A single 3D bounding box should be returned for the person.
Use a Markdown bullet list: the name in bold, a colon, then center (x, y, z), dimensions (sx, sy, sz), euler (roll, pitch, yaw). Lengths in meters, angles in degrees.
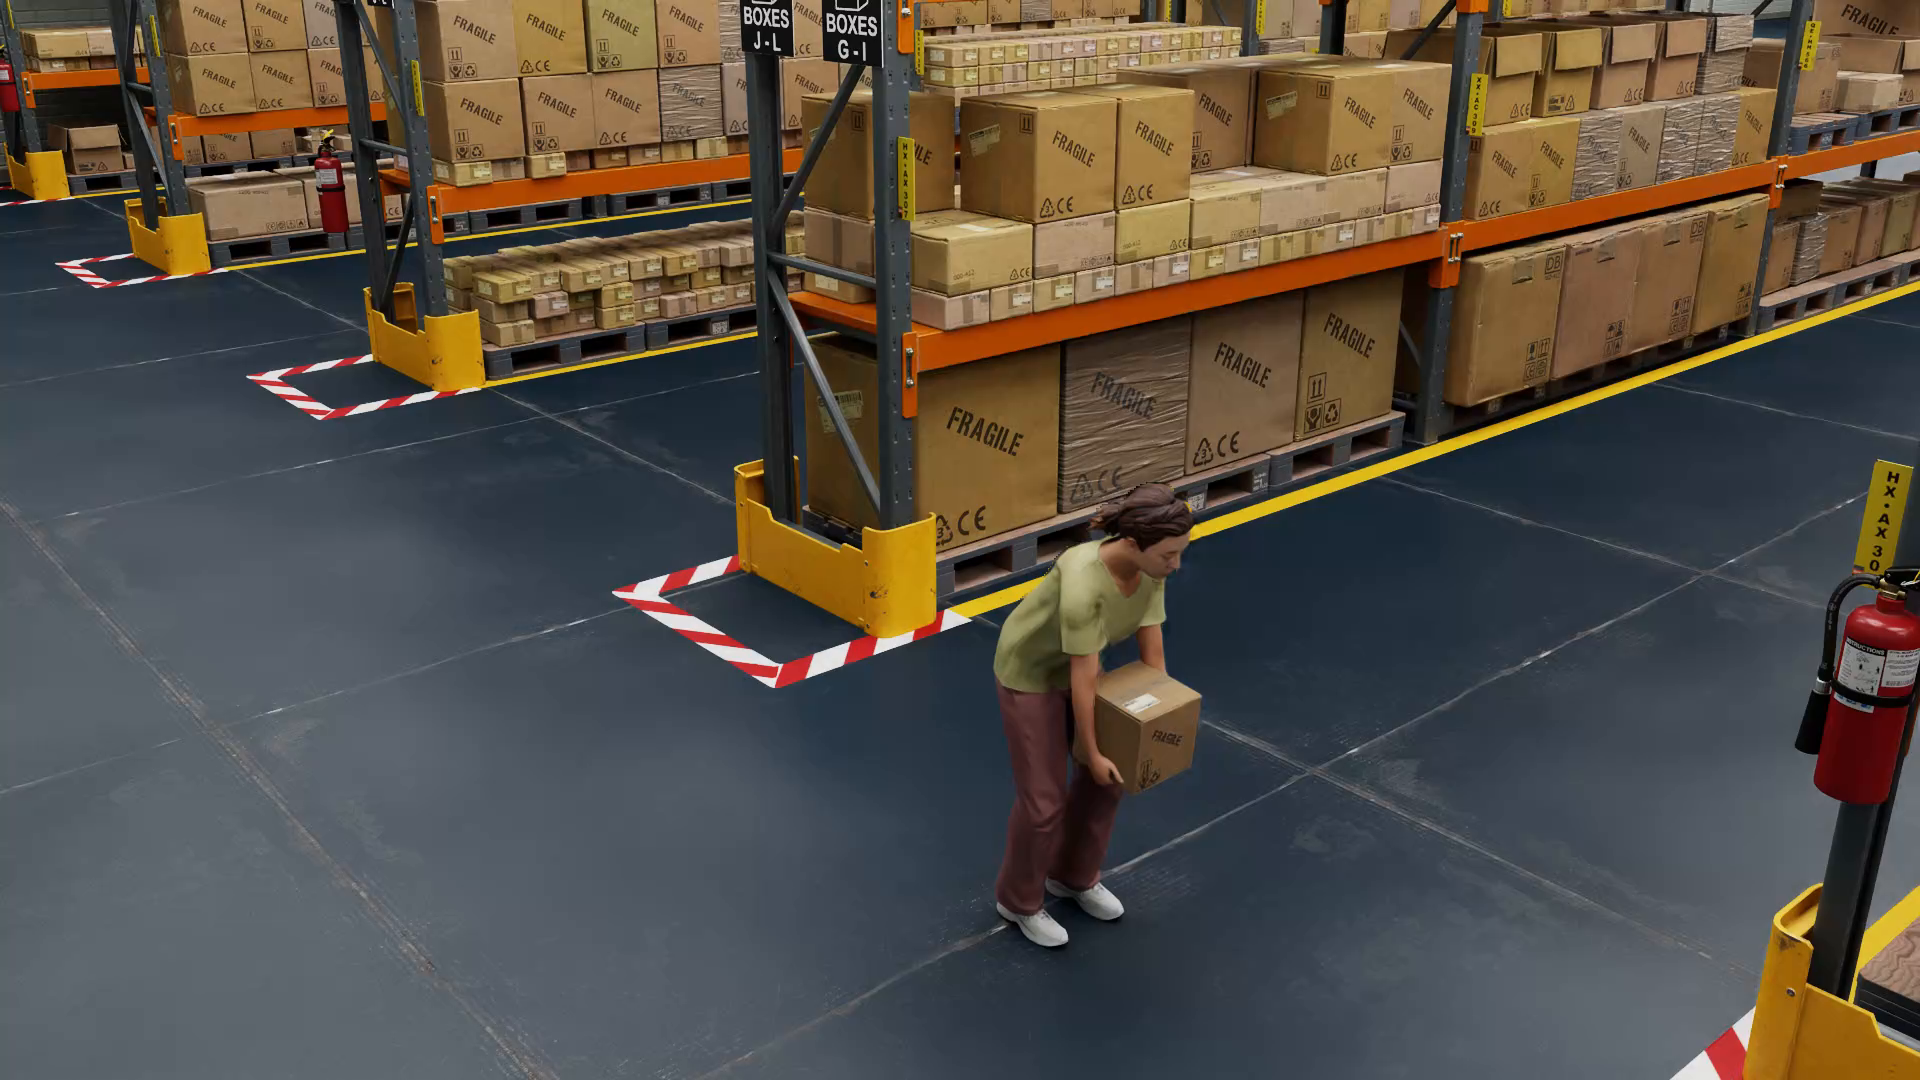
- **person**: center (0.395, 0.514, 4.952), dimensions (0.410, 1.534, 0.634), euler (-18, 27, -39)
